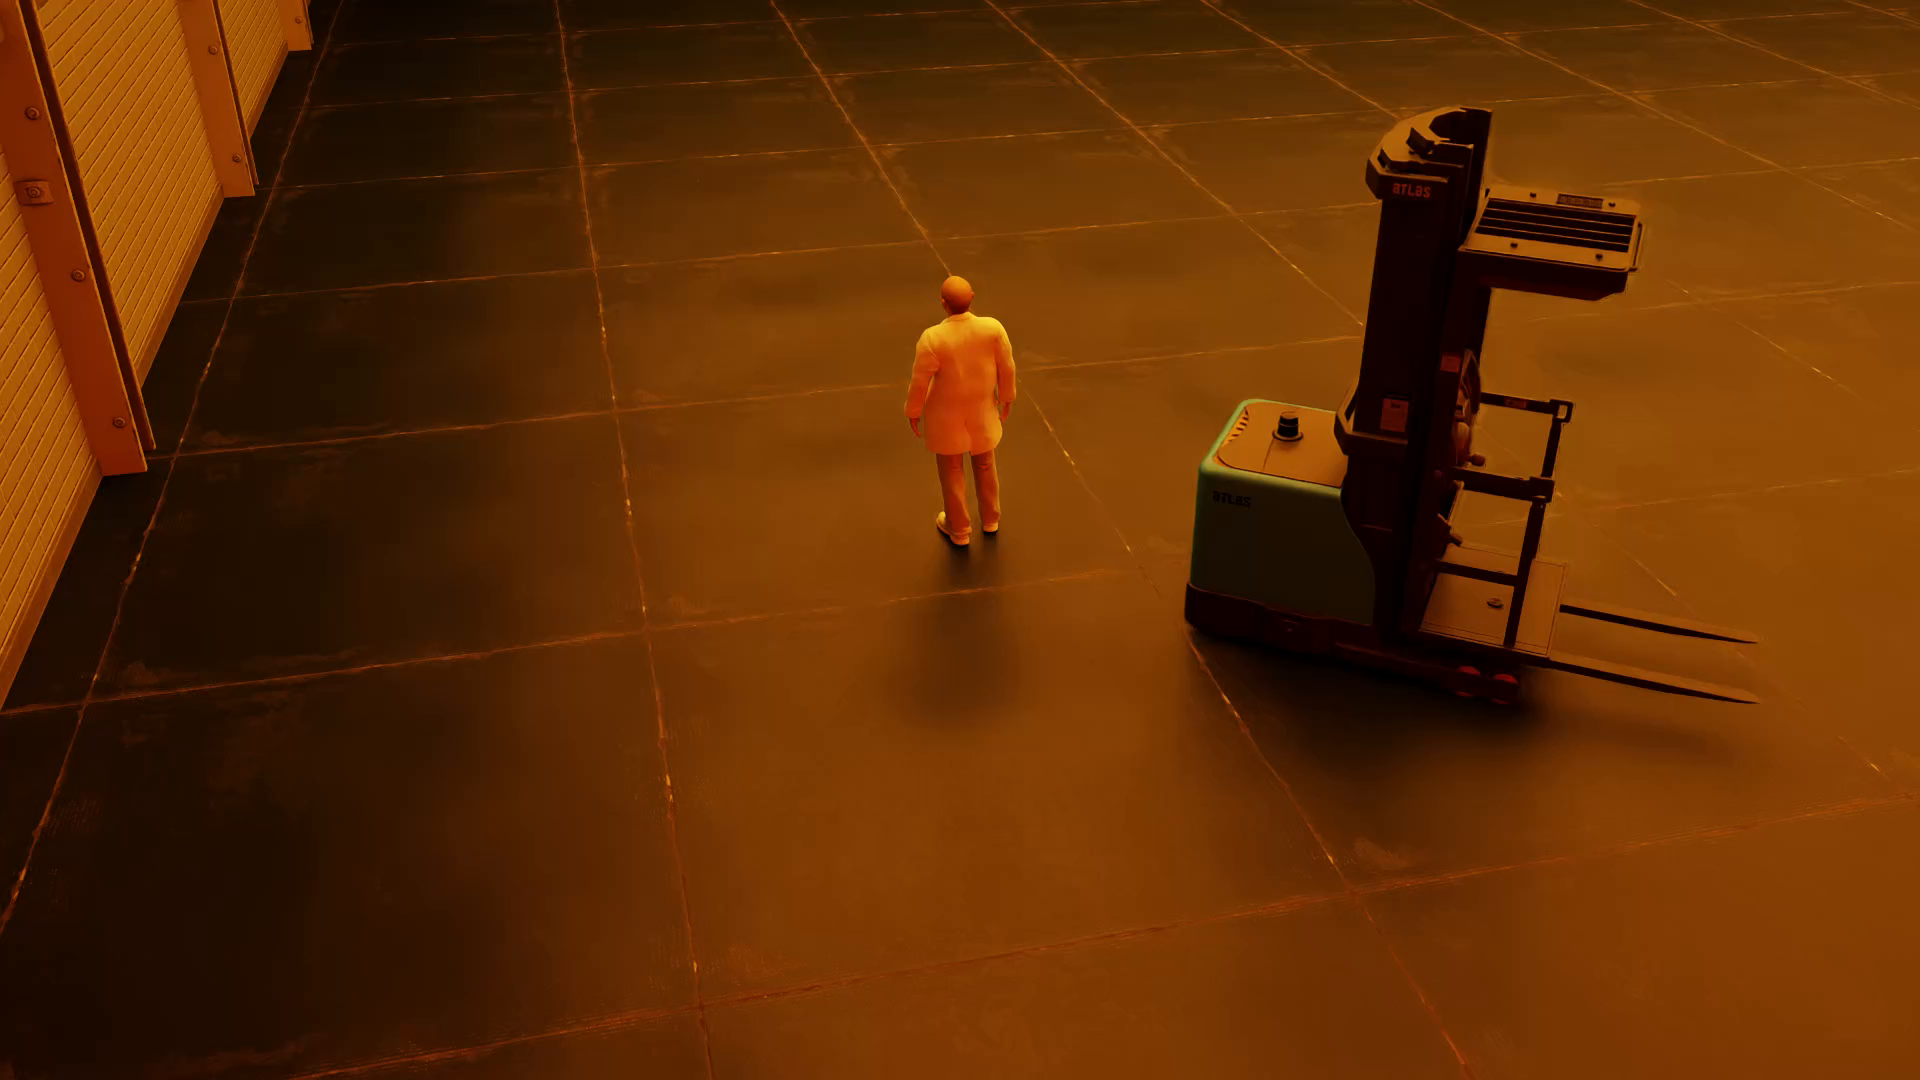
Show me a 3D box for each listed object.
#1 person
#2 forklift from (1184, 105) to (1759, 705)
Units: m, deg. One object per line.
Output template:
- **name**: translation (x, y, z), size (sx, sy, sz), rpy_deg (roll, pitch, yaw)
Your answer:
- **person**: translation (-0.016, -0.820, 10.128), size (0.694, 1.775, 0.581), rpy_deg (-7, 31, -12)
- **forklift**: translation (2.861, -0.682, 8.752), size (3.031, 2.935, 1.130), rpy_deg (12, 32, 20)
